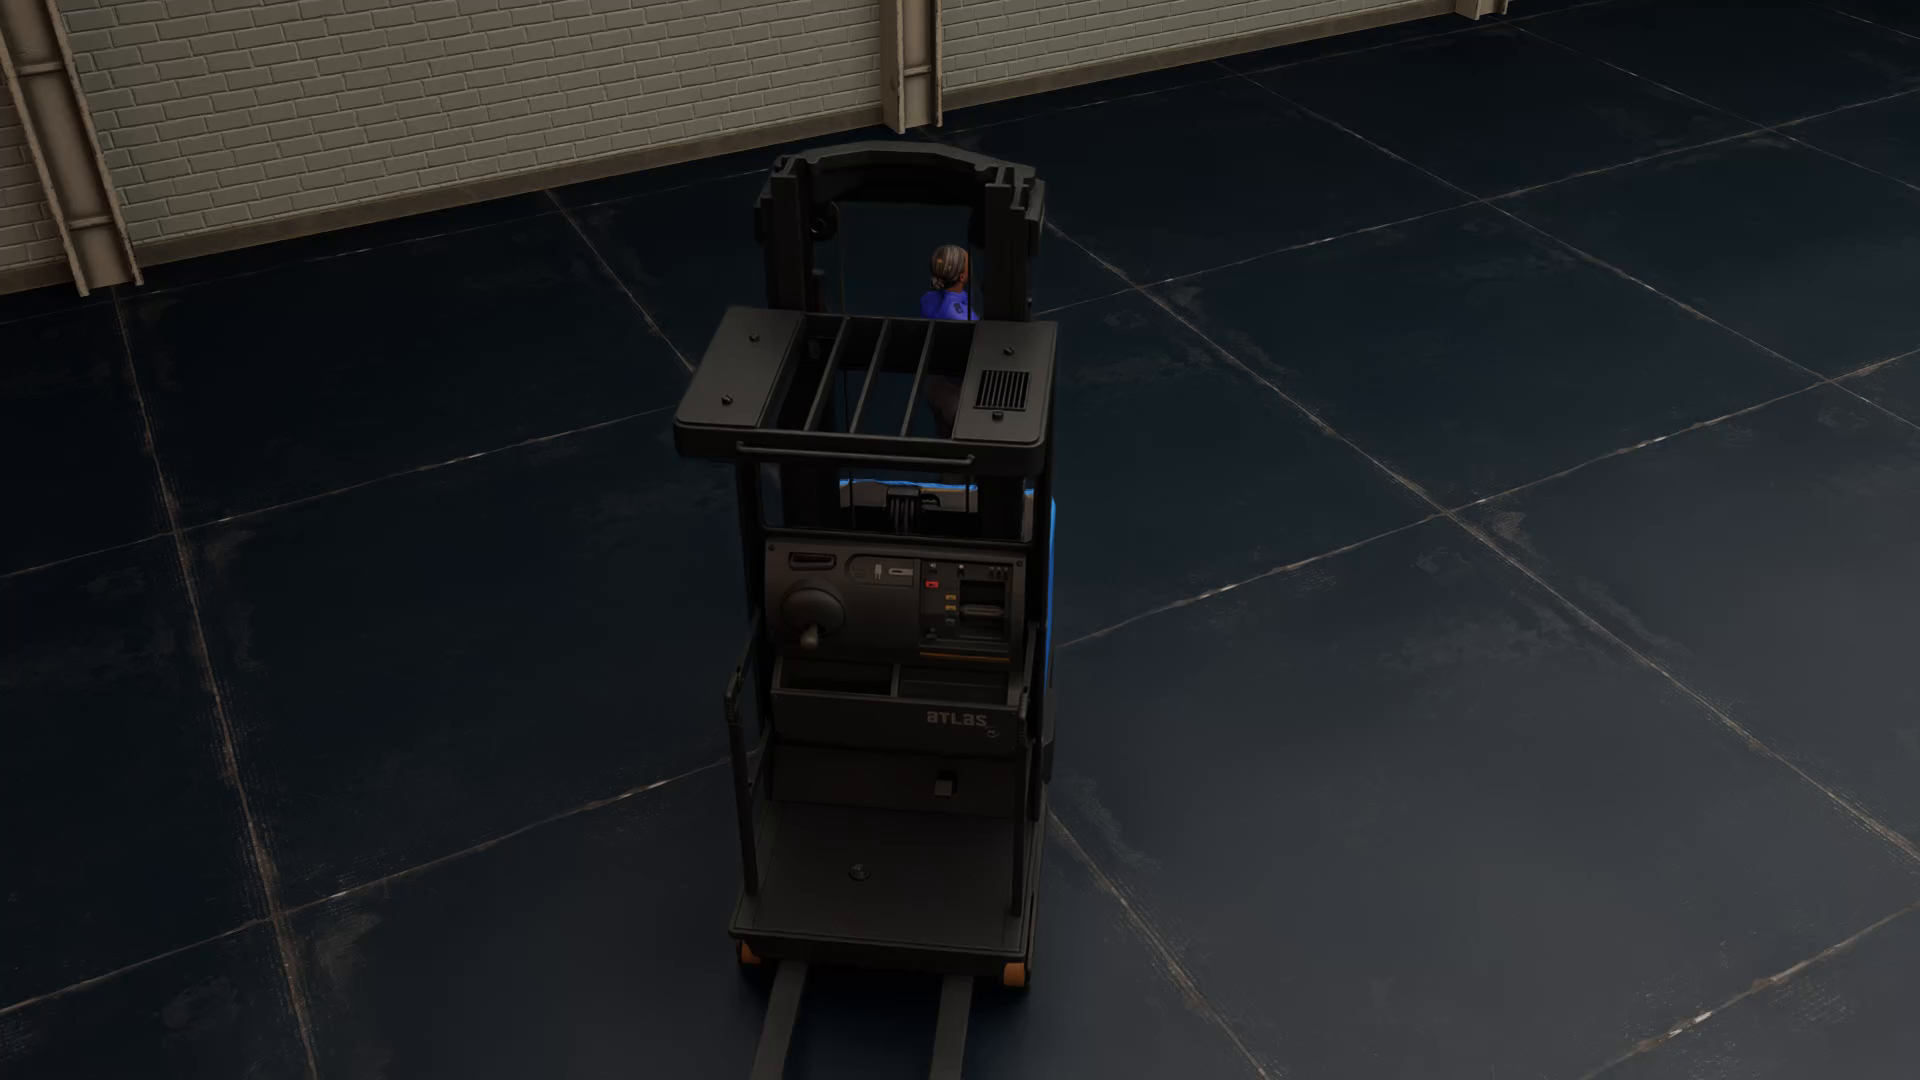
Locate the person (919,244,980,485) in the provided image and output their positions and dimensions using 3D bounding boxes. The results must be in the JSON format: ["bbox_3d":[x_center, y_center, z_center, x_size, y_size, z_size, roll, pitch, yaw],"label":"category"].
[{"bbox_3d":[0.087,-0.695,8.199,0.504,1.655,0.569,-17,39,-23],"label":"person"}]

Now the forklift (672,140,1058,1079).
[{"bbox_3d":[-0.254,0.277,5.731,1.130,2.935,3.031,4,35,5],"label":"forklift"}]
